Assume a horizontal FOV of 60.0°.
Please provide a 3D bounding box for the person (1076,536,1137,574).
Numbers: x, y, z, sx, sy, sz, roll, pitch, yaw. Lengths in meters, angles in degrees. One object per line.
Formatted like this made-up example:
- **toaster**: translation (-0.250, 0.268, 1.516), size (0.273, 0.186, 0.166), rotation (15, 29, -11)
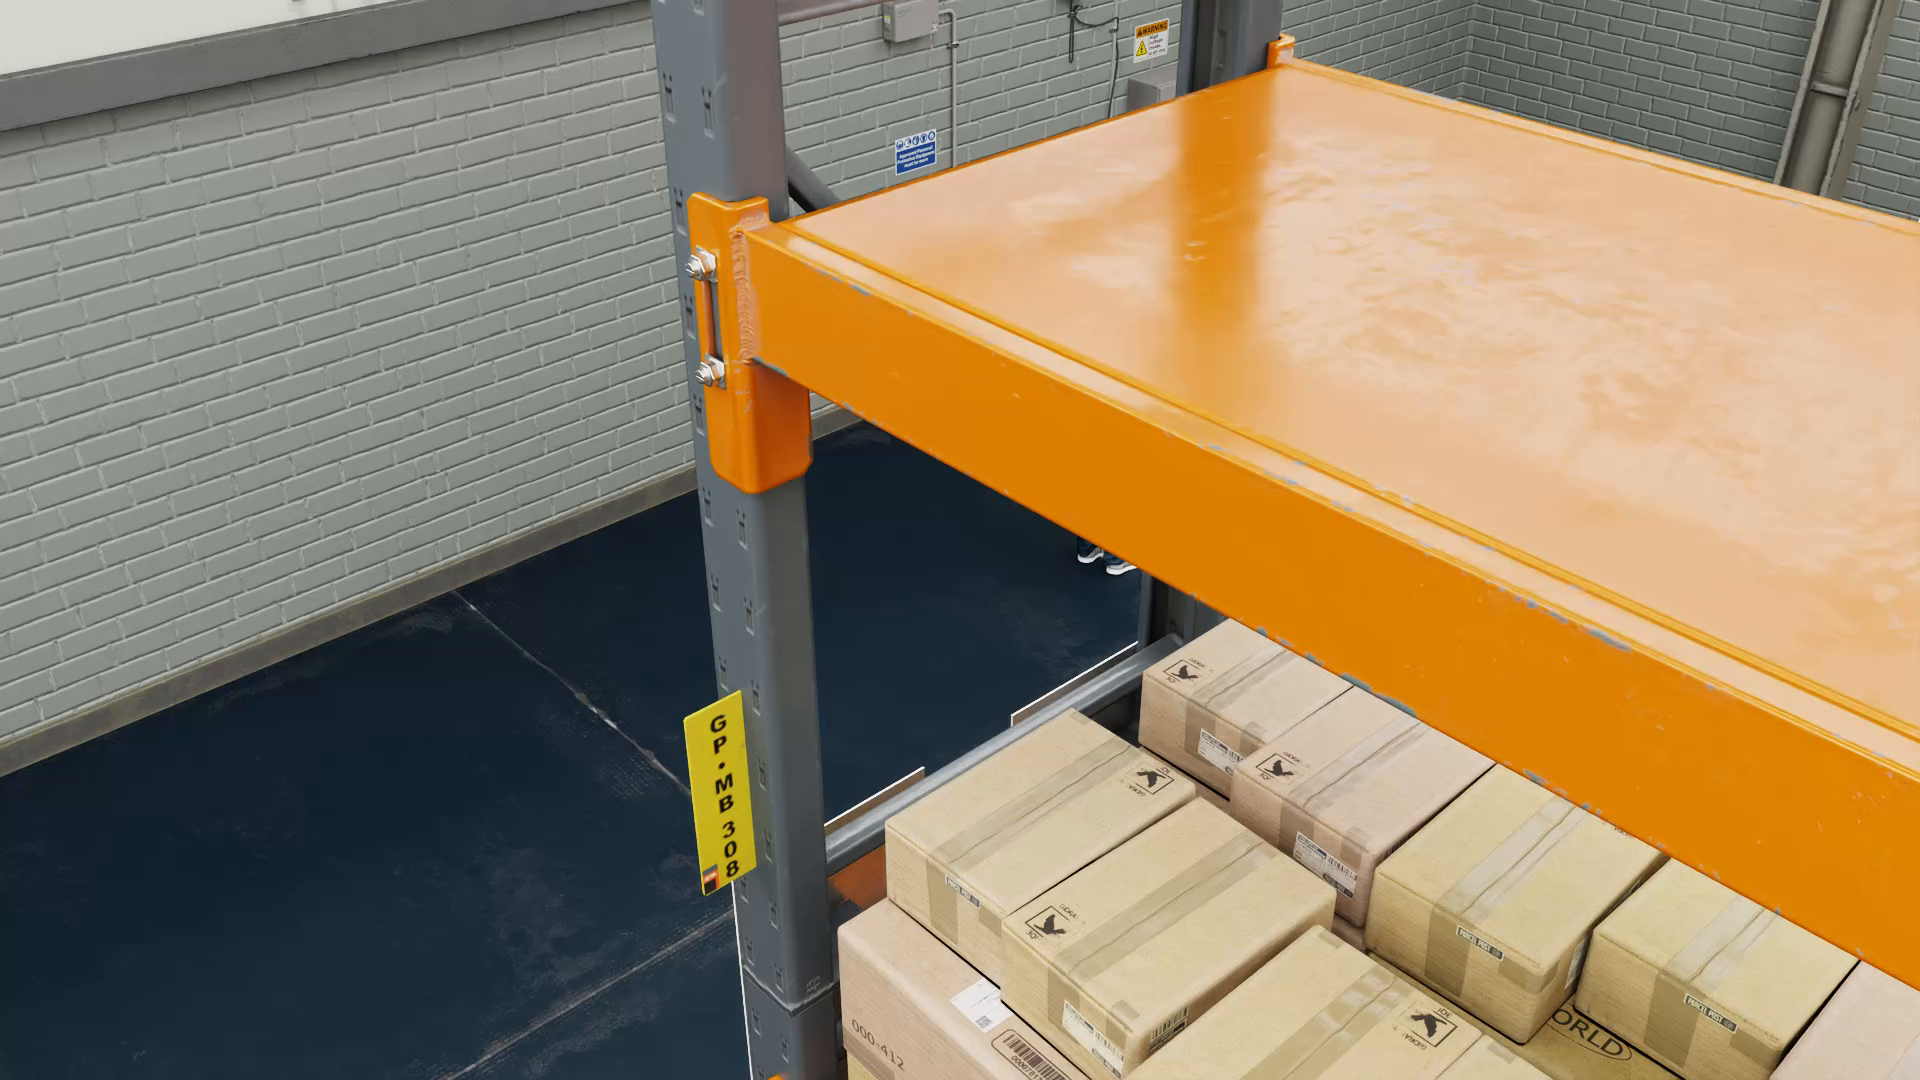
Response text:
- **person**: translation (0.856, -0.567, 8.798), size (0.492, 1.590, 0.405), rotation (-26, 40, -34)
